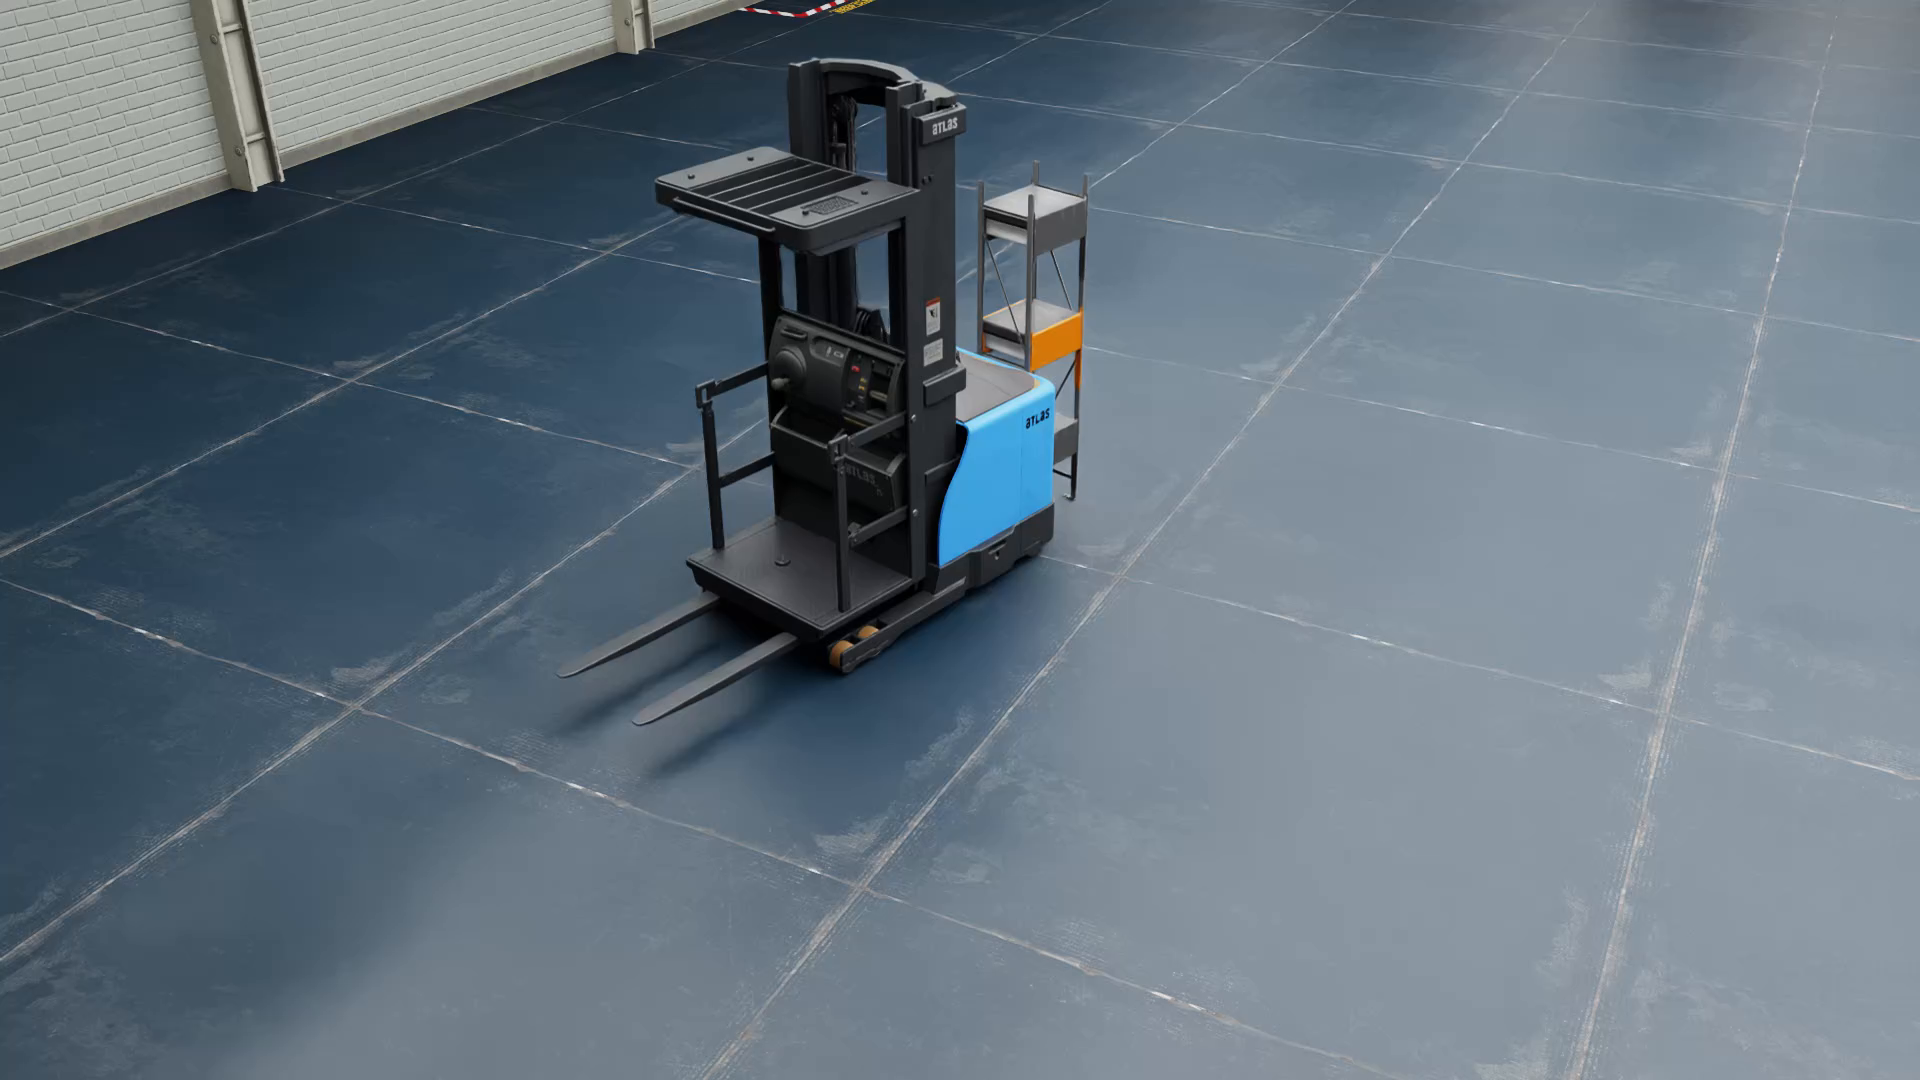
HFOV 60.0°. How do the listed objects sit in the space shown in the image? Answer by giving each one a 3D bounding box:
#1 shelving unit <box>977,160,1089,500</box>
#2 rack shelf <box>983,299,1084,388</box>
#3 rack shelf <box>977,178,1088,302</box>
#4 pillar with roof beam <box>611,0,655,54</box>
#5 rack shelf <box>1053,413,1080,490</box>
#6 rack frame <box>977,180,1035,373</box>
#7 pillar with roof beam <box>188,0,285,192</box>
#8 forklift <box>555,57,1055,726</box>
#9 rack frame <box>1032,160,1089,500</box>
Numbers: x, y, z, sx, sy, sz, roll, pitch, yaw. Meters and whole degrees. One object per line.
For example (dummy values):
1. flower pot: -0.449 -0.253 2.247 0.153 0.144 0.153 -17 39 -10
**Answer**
1. shelving unit: 0.417 -1.138 9.914 0.431 2.100 0.503 24 38 35
2. rack shelf: 0.417 -1.126 9.920 0.431 0.518 0.480 24 38 35
3. rack shelf: 0.417 -1.733 9.572 0.431 0.518 0.480 24 38 35
4. pillar with roof beam: -0.197 -9.015 16.703 9.100 9.000 0.400 14 33 23
5. rack shelf: 0.417 -0.519 10.269 0.431 0.518 0.480 24 38 35
6. rack frame: 0.255 -1.047 9.756 0.400 2.100 0.015 24 38 35
7. pillar with roof beam: -2.930 -6.355 12.071 9.100 9.000 0.400 14 33 23
8. forklift: -0.796 -0.854 8.584 1.130 2.935 3.031 24 38 35
9. rack frame: 0.579 -1.229 10.072 0.400 2.100 0.015 24 38 35
